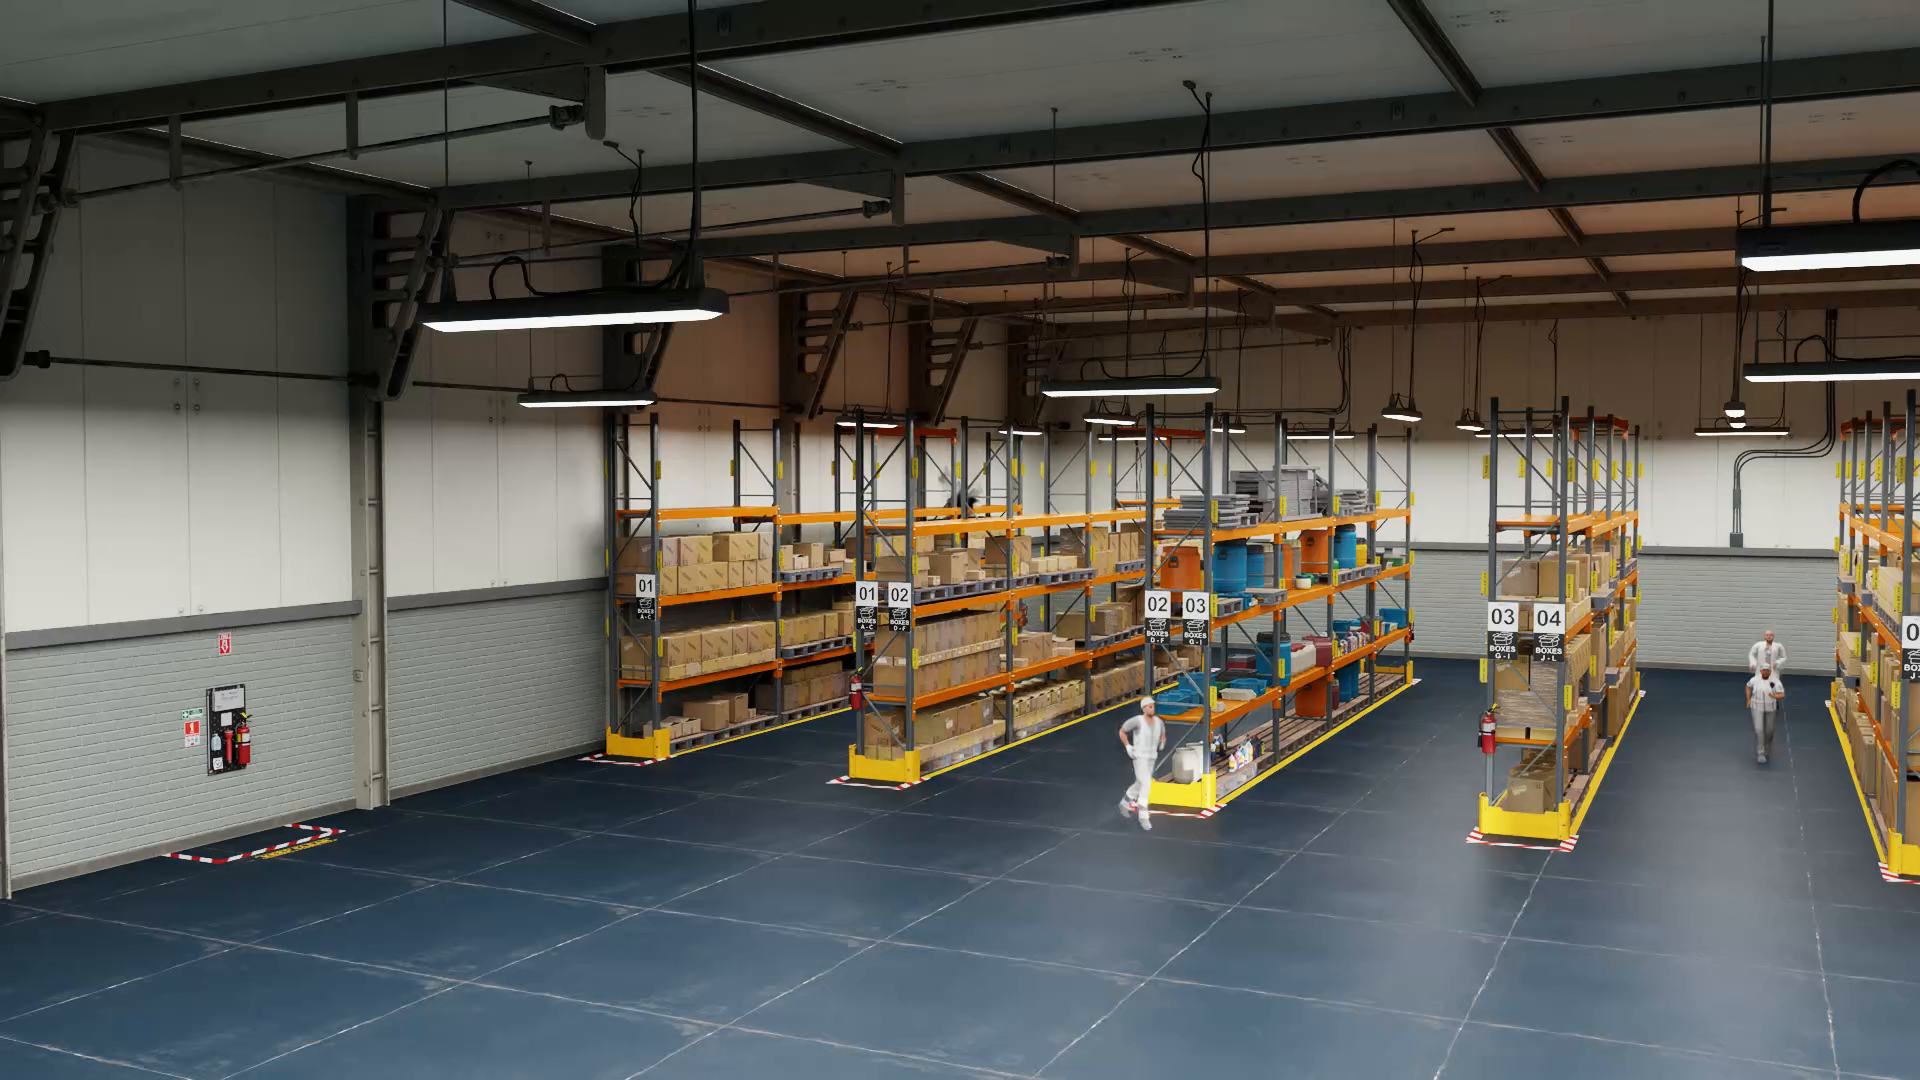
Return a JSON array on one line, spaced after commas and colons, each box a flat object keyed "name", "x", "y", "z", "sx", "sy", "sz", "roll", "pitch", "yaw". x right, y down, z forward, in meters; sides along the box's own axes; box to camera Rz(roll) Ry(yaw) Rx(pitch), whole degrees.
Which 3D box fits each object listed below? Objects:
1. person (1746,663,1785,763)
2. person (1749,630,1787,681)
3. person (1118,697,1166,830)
[{"name": "person", "x": 13.876, "y": 2.941, "z": 28.661, "sx": 0.599, "sy": 1.668, "sz": 0.937, "roll": 1, "pitch": 3, "yaw": 23}, {"name": "person", "x": 16.519, "y": 2.713, "z": 34.014, "sx": 0.708, "sy": 1.737, "sz": 0.640, "roll": 1, "pitch": 3, "yaw": 26}, {"name": "person", "x": 2.599, "y": 3.114, "z": 23.537, "sx": 0.660, "sy": 1.816, "sz": 0.831, "roll": -2, "pitch": 3, "yaw": -34}]
